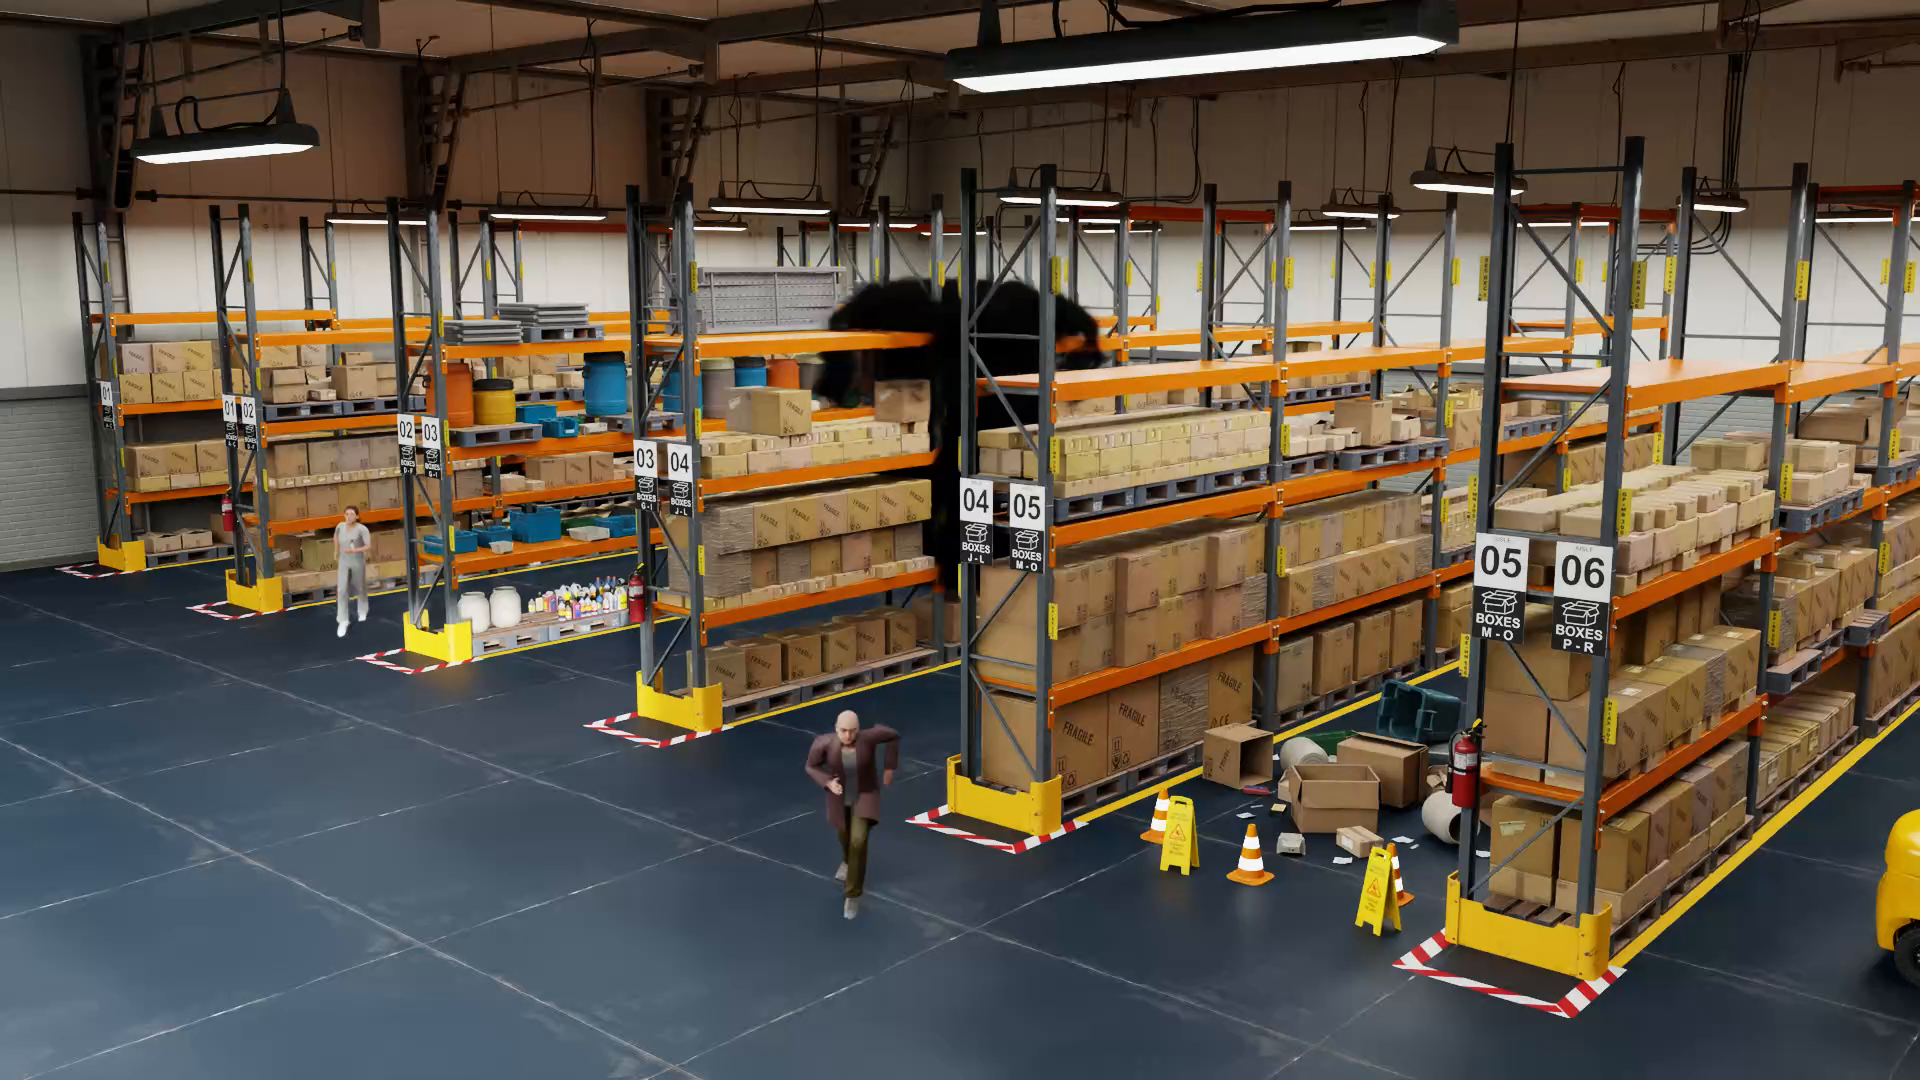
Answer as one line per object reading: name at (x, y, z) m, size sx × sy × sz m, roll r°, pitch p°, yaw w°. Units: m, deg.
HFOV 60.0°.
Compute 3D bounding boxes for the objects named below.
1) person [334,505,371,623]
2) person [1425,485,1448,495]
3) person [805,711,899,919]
person at (-8.176, 0.294, 22.433) m, size 0.578 × 1.581 × 0.745 m, roll 0°, pitch 9°, yaw 1°
person at (8.177, -0.238, 28.392) m, size 0.446 × 1.495 × 0.995 m, roll 5°, pitch 11°, yaw 26°
person at (-0.871, 2.139, 13.549) m, size 0.748 × 1.742 × 1.069 m, roll 0°, pitch 9°, yaw -1°
